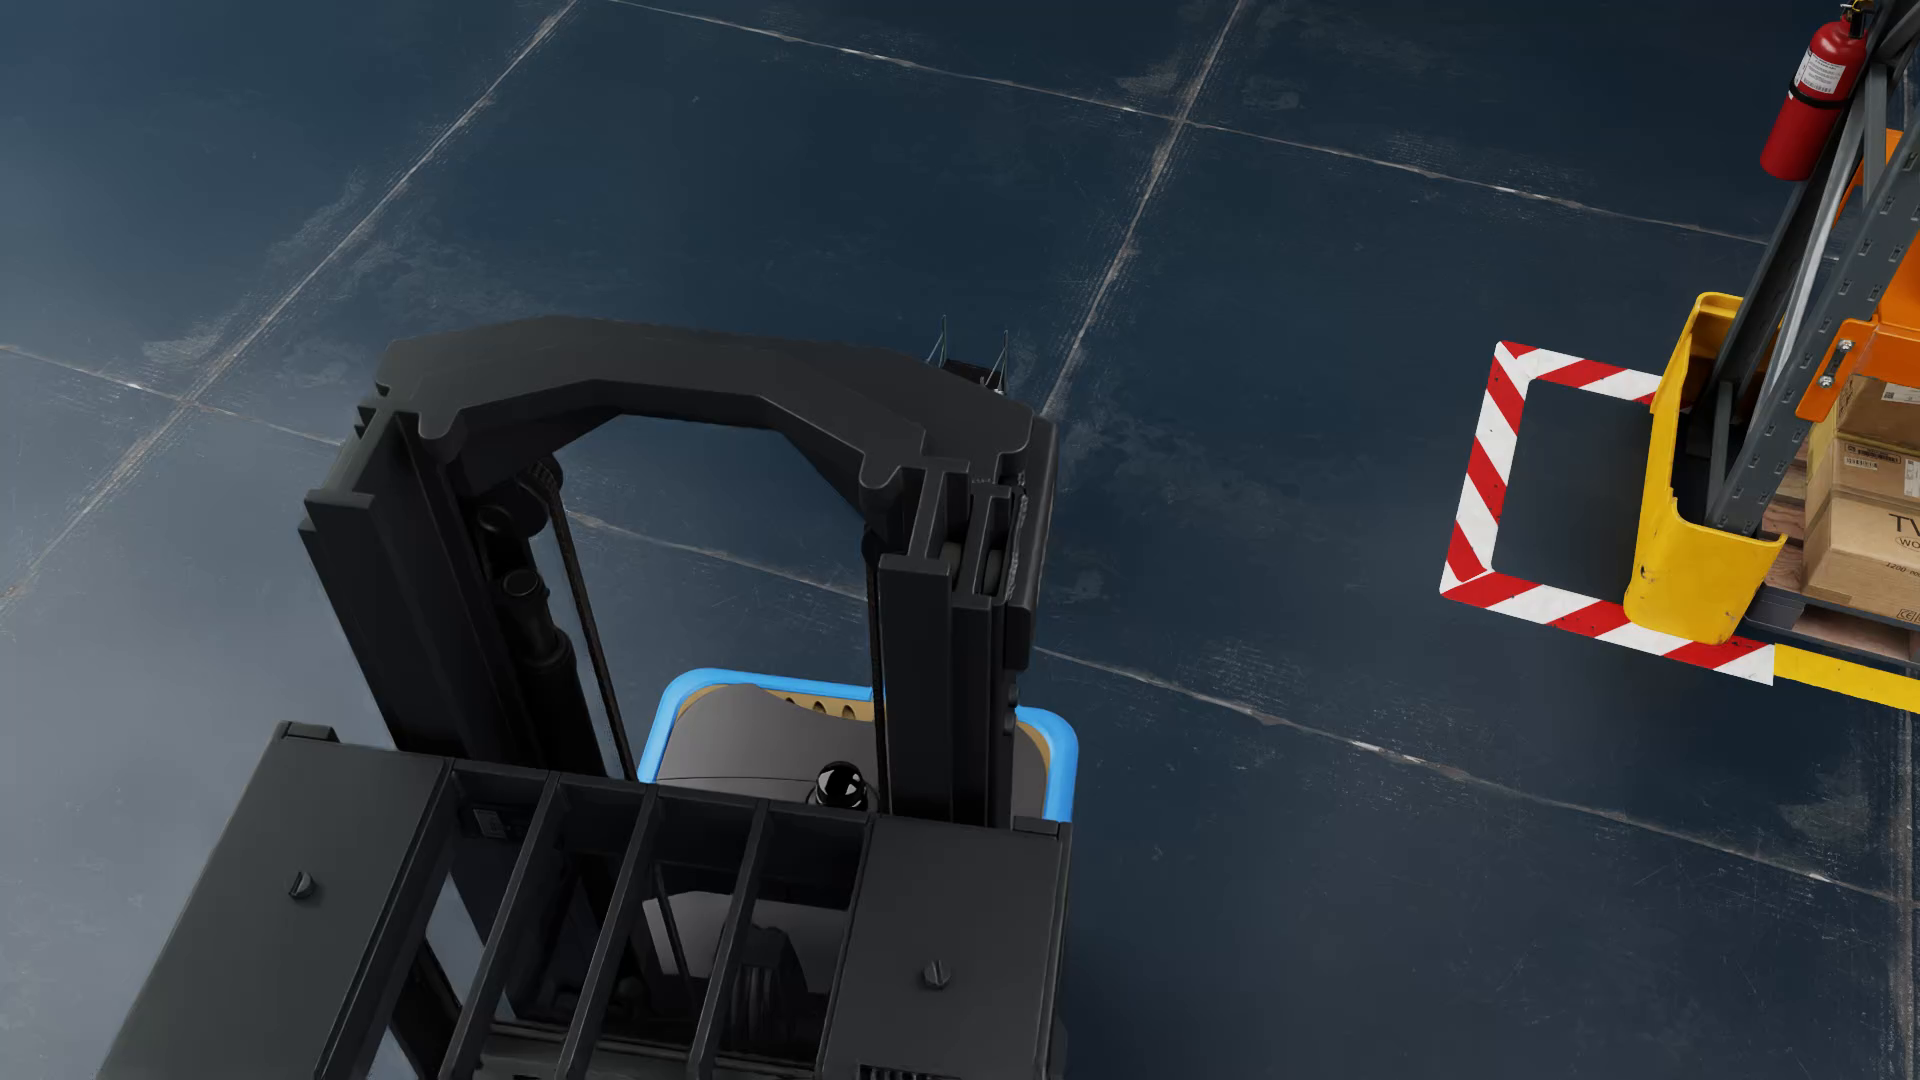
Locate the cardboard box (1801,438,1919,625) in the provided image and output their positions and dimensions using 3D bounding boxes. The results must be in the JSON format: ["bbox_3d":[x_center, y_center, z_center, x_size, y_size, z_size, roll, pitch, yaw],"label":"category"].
[{"bbox_3d":[3.007,-0.014,5.319,0.500,0.250,0.500,16,51,13],"label":"cardboard box"}]

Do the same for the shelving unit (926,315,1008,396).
[{"bbox_3d":[0.008,-0.293,5.408,0.210,0.900,0.258,16,51,13],"label":"shelving unit"}]

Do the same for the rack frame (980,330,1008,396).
[{"bbox_3d":[0.103,-0.266,5.385,0.006,0.900,0.240,16,51,13],"label":"rack frame"}]

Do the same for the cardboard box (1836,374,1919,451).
[{"bbox_3d":[3.187,-0.629,5.355,0.500,0.500,0.500,16,51,13],"label":"cardboard box"}]

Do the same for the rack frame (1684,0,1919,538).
[{"bbox_3d":[2.581,-1.075,4.697,0.127,3.000,1.000,16,51,13],"label":"rack frame"}]

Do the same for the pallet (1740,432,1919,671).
[{"bbox_3d":[3.313,0.008,5.603,1.213,0.211,1.003,16,51,13],"label":"pallet"}]

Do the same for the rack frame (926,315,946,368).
[{"bbox_3d":[-0.088,-0.319,5.431,0.006,0.900,0.240,16,51,13],"label":"rack frame"}]

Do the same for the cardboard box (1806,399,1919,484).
[{"bbox_3d":[3.186,-0.381,5.637,0.500,0.250,0.500,16,51,13],"label":"cardboard box"}]

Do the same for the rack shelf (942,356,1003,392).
[{"bbox_3d":[0.008,-0.448,5.229,0.200,0.077,0.258,16,51,13],"label":"rack shelf"}]

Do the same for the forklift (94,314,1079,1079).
[{"bbox_3d":[-0.433,1.205,2.766,1.130,2.935,3.031,7,49,6],"label":"forklift"}]

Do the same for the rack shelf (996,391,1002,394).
[{"bbox_3d":[0.008,-0.389,5.297,0.200,0.077,0.258,16,51,13],"label":"rack shelf"}]

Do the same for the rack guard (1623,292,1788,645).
[{"bbox_3d":[2.558,-0.263,5.647,0.348,0.500,1.175,16,51,13],"label":"rack guard"}]

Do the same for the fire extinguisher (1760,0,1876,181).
[{"bbox_3d":[2.631,-1.410,5.039,0.183,0.674,0.296,16,51,13],"label":"fire extinguisher"}]

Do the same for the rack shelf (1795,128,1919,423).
[{"bbox_3d":[4.457,-0.316,4.515,4.000,0.370,1.077,16,51,13],"label":"rack shelf"}]
